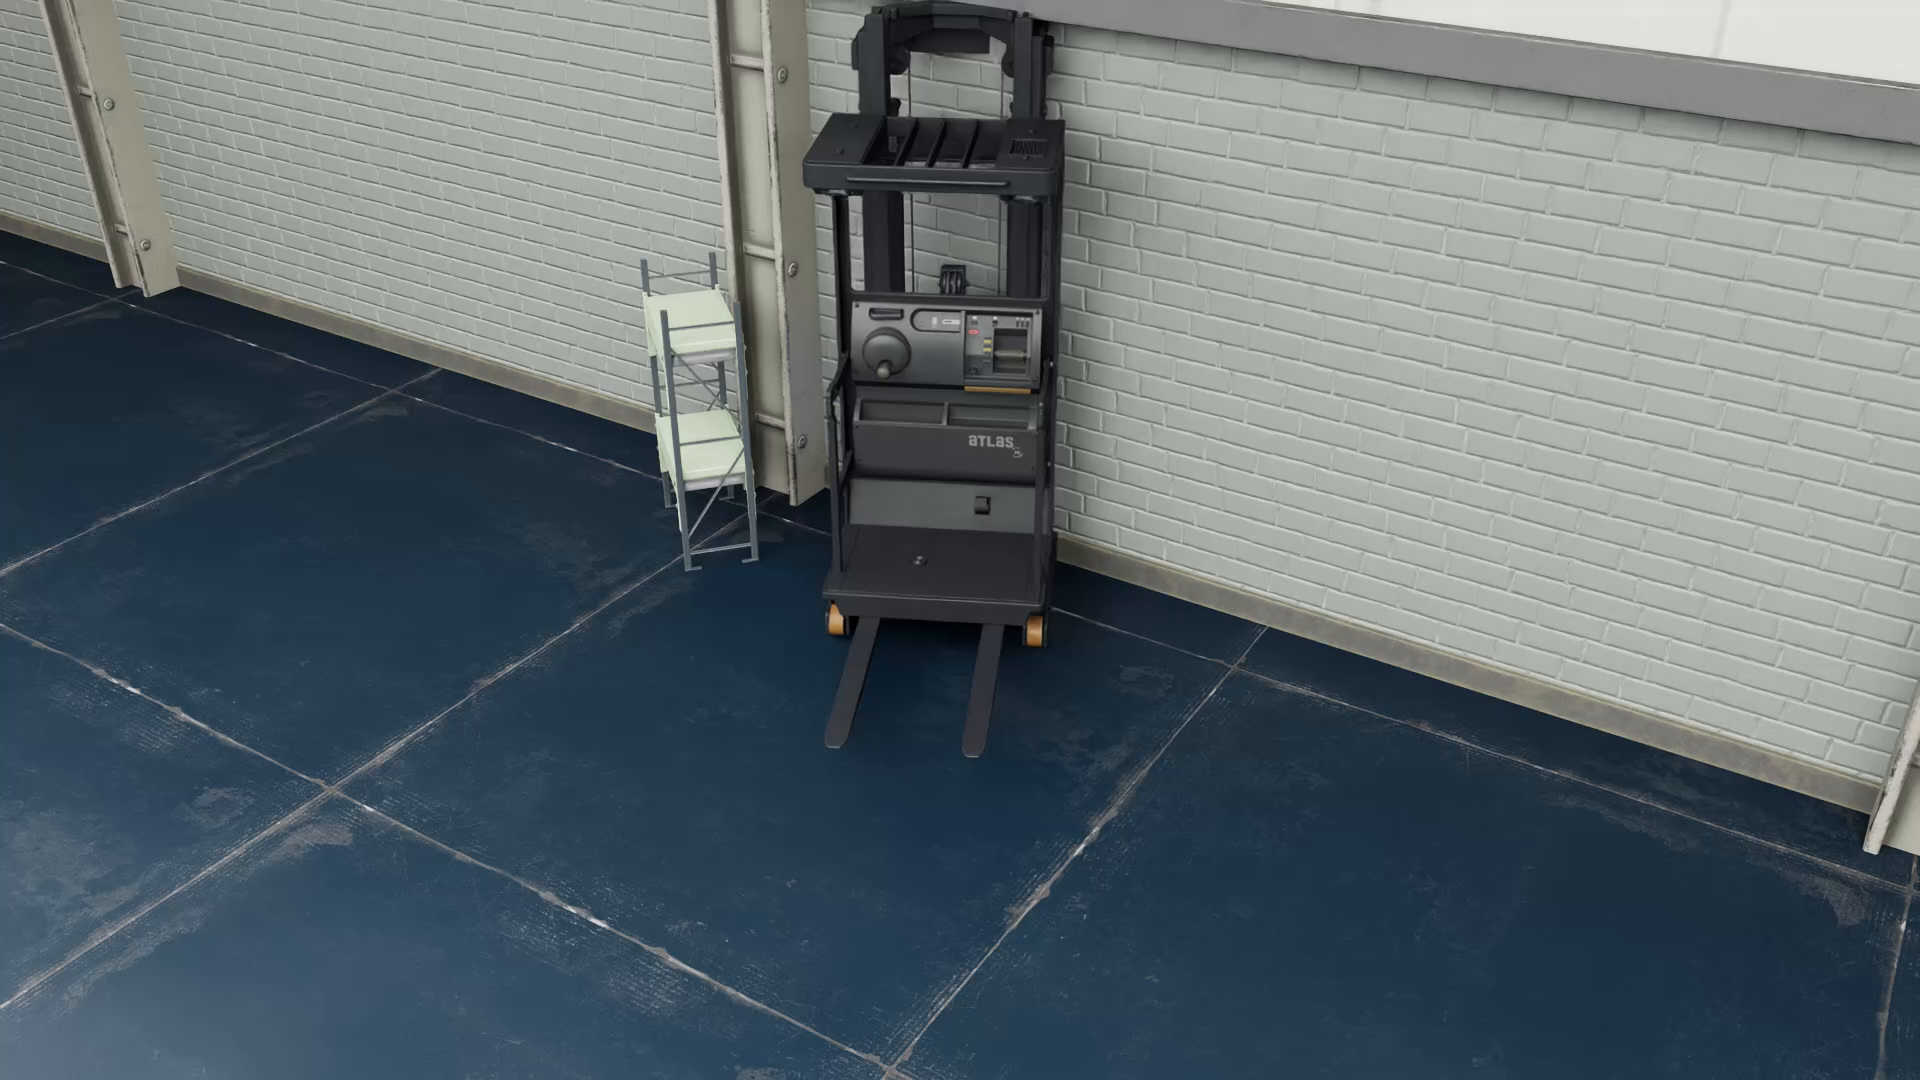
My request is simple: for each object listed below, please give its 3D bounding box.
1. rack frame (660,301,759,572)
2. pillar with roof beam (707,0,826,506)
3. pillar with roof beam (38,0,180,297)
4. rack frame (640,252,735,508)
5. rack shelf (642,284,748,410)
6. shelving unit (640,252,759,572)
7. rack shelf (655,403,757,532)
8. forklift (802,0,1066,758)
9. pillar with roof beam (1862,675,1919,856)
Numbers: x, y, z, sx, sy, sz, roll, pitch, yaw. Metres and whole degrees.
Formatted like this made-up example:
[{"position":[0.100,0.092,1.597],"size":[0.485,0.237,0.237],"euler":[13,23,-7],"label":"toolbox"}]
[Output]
[{"position":[-1.290,-0.512,8.639],"size":[0.400,1.500,0.023],"euler":[-9,31,-15],"label":"rack frame"},{"position":[-3.316,-2.362,4.369],"size":[0.400,9.000,9.100],"euler":[18,35,27],"label":"pillar with roof beam"},{"position":[-8.398,-3.969,7.124],"size":[0.400,9.000,9.100],"euler":[18,35,27],"label":"pillar with roof beam"},{"position":[-1.504,-0.864,9.243],"size":[0.400,1.500,0.023],"euler":[-9,31,-15],"label":"rack frame"},{"position":[-1.397,-1.025,8.744],"size":[0.431,0.370,0.720],"euler":[-9,31,-15],"label":"rack shelf"},{"position":[-1.397,-0.688,8.941],"size":[0.431,1.500,0.755],"euler":[-9,31,-15],"label":"shelving unit"},{"position":[-1.397,-0.407,9.105],"size":[0.431,0.370,0.720],"euler":[-9,31,-15],"label":"rack shelf"},{"position":[-0.086,-0.909,7.900],"size":[1.130,2.935,3.031],"euler":[3,30,5],"label":"forklift"},{"position":[1.766,-0.755,1.613],"size":[0.400,9.000,9.100],"euler":[18,35,27],"label":"pillar with roof beam"}]
